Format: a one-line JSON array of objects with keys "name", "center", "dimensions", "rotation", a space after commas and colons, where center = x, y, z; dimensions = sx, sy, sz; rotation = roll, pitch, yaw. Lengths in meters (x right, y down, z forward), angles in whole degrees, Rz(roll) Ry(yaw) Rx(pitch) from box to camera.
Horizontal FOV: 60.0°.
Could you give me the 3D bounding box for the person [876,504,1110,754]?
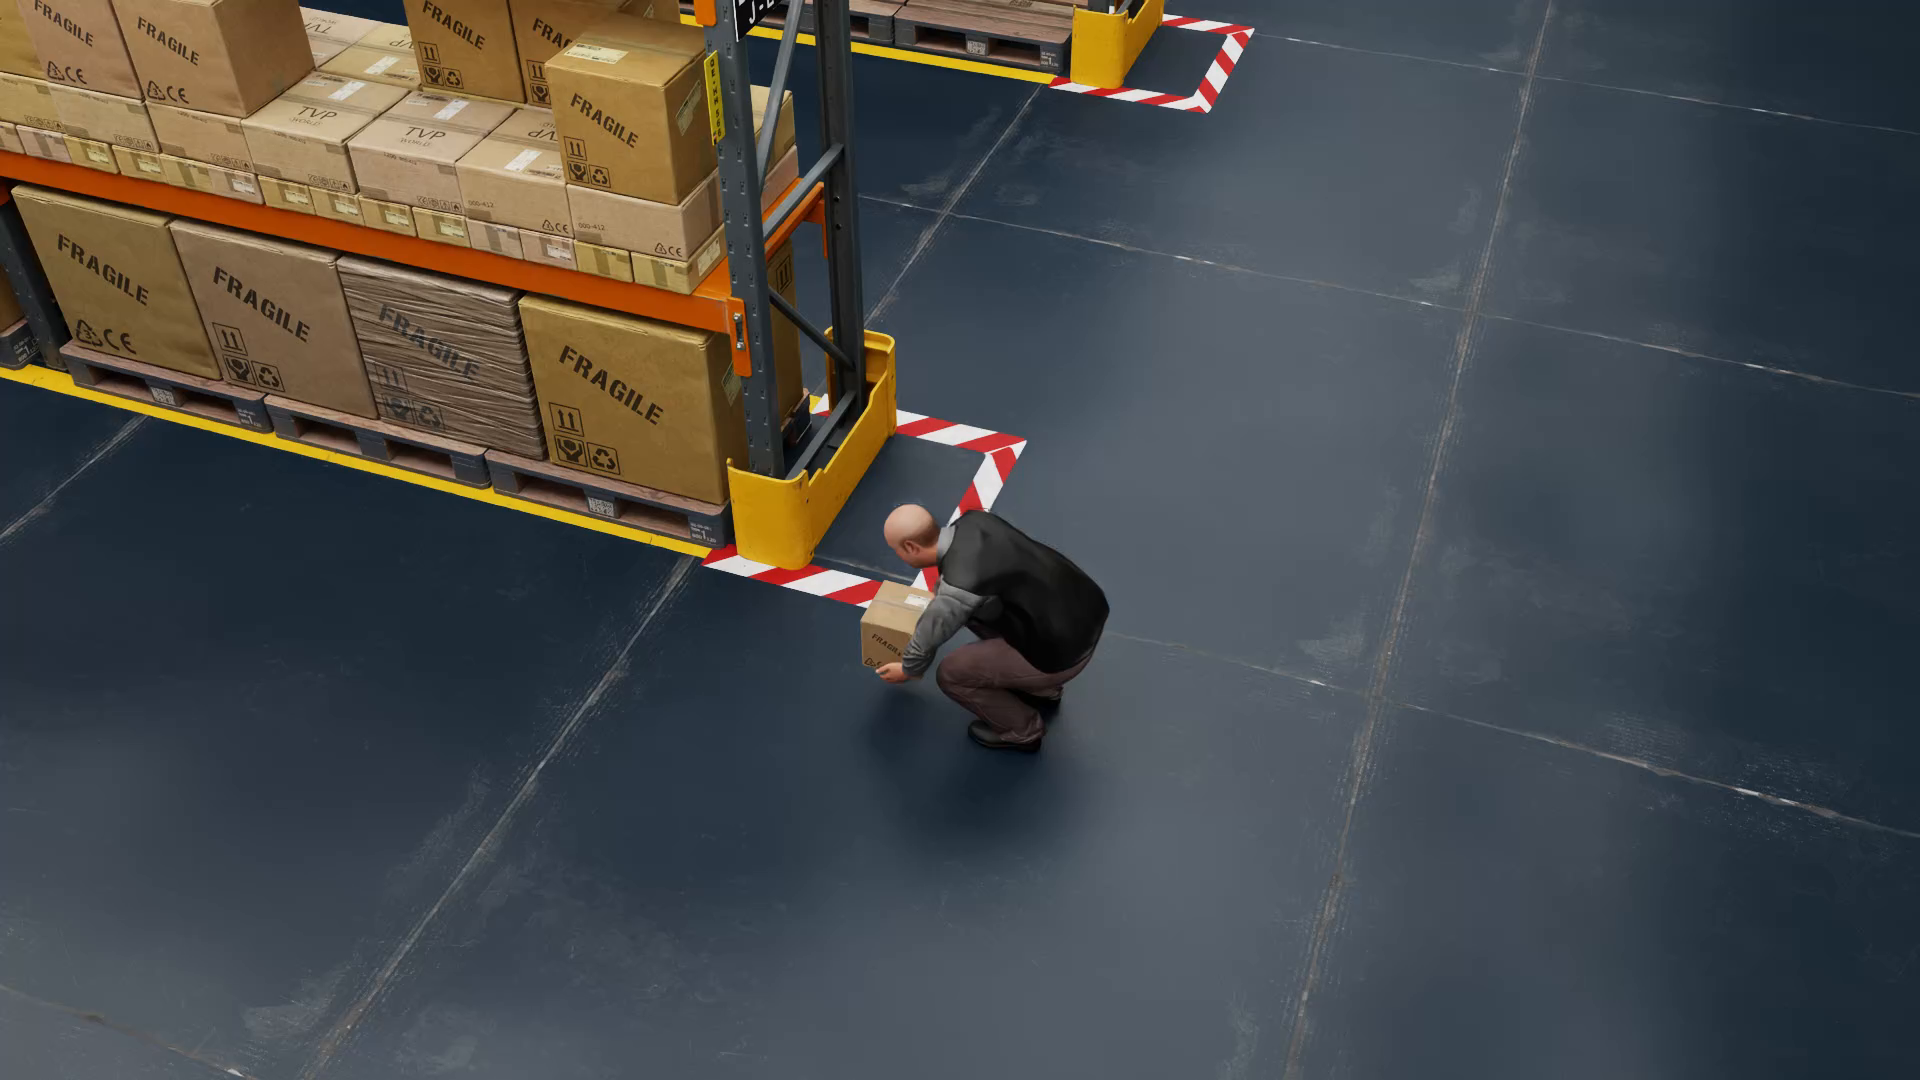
[{"name": "person", "center": [0.116, 0.321, 6.344], "dimensions": [0.859, 1.024, 0.550], "rotation": [13, 43, 15]}]
